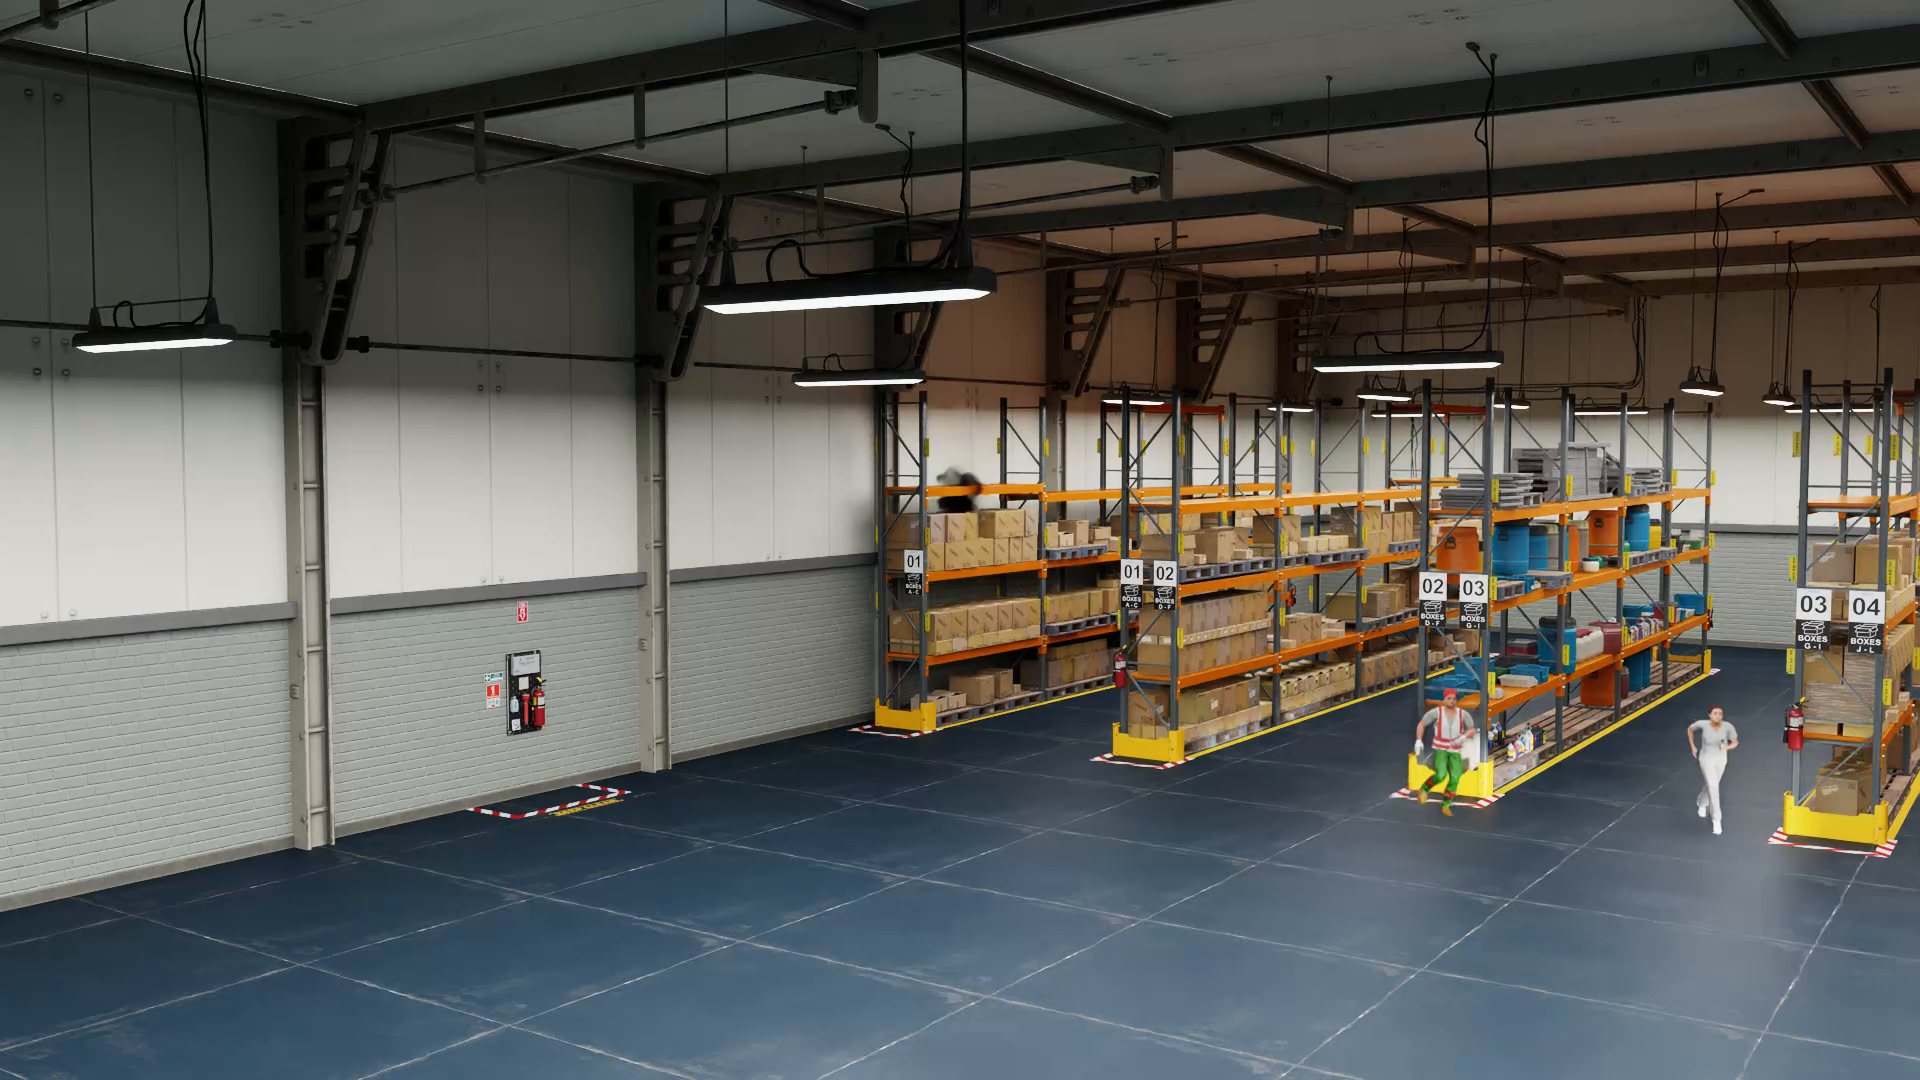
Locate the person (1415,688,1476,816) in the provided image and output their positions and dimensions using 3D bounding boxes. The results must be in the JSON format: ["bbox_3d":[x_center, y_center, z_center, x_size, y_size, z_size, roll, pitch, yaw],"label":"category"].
[{"bbox_3d":[6.647,2.890,22.735,0.798,1.738,0.530,0,3,-5],"label":"person"}]

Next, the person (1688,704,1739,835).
[{"bbox_3d":[9.922,2.961,21.955,0.570,1.664,1.031,0,3,7],"label":"person"}]
